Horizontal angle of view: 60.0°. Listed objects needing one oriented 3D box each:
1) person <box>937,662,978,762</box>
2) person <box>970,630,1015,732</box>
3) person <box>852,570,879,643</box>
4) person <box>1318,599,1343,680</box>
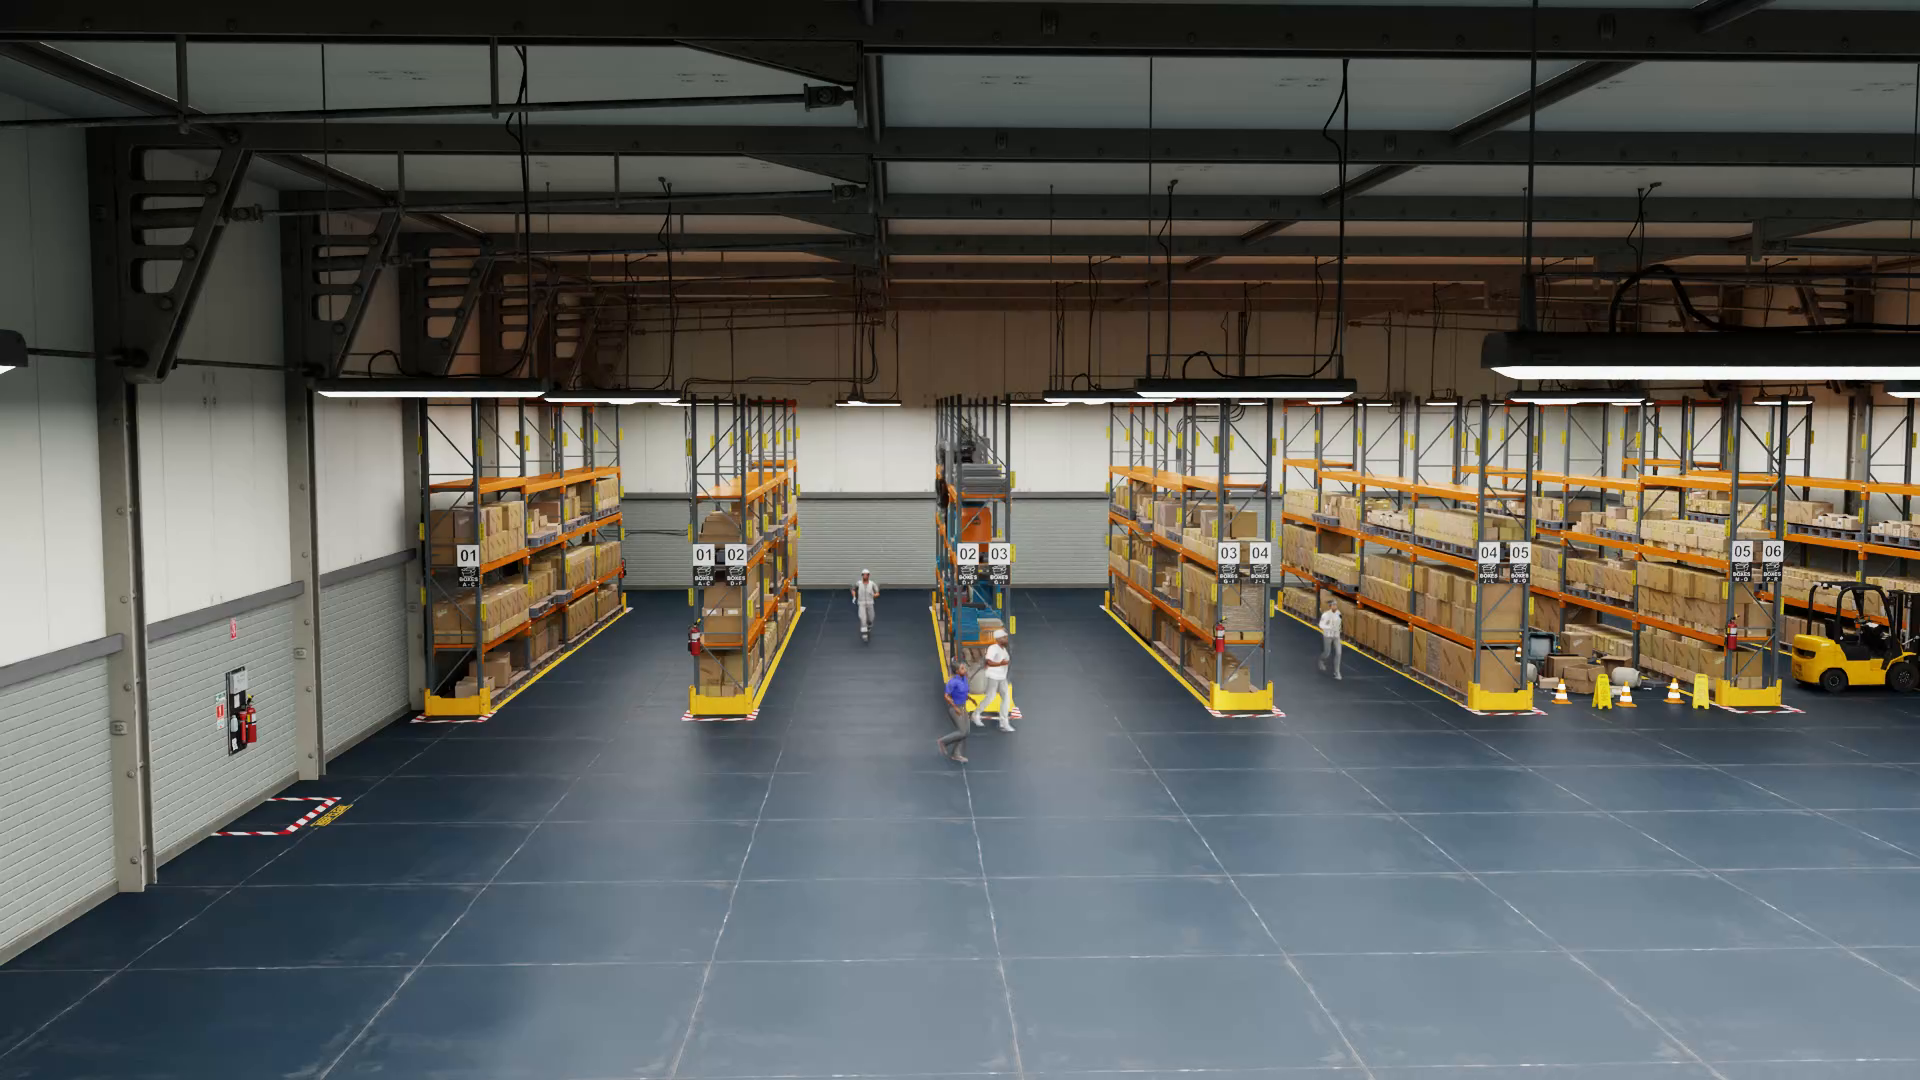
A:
[{"bbox_3d":[-0.025,2.793,27.102,0.595,1.626,0.571,2,5,25],"label":"person"},{"bbox_3d":[0.668,2.496,29.808,0.872,1.786,0.706,3,5,34],"label":"person"},{"bbox_3d":[-2.320,1.608,40.916,0.667,1.768,0.963,-1,5,-8],"label":"person"},{"bbox_3d":[7.935,2.097,35.565,0.622,1.731,0.921,-1,5,-15],"label":"person"}]
